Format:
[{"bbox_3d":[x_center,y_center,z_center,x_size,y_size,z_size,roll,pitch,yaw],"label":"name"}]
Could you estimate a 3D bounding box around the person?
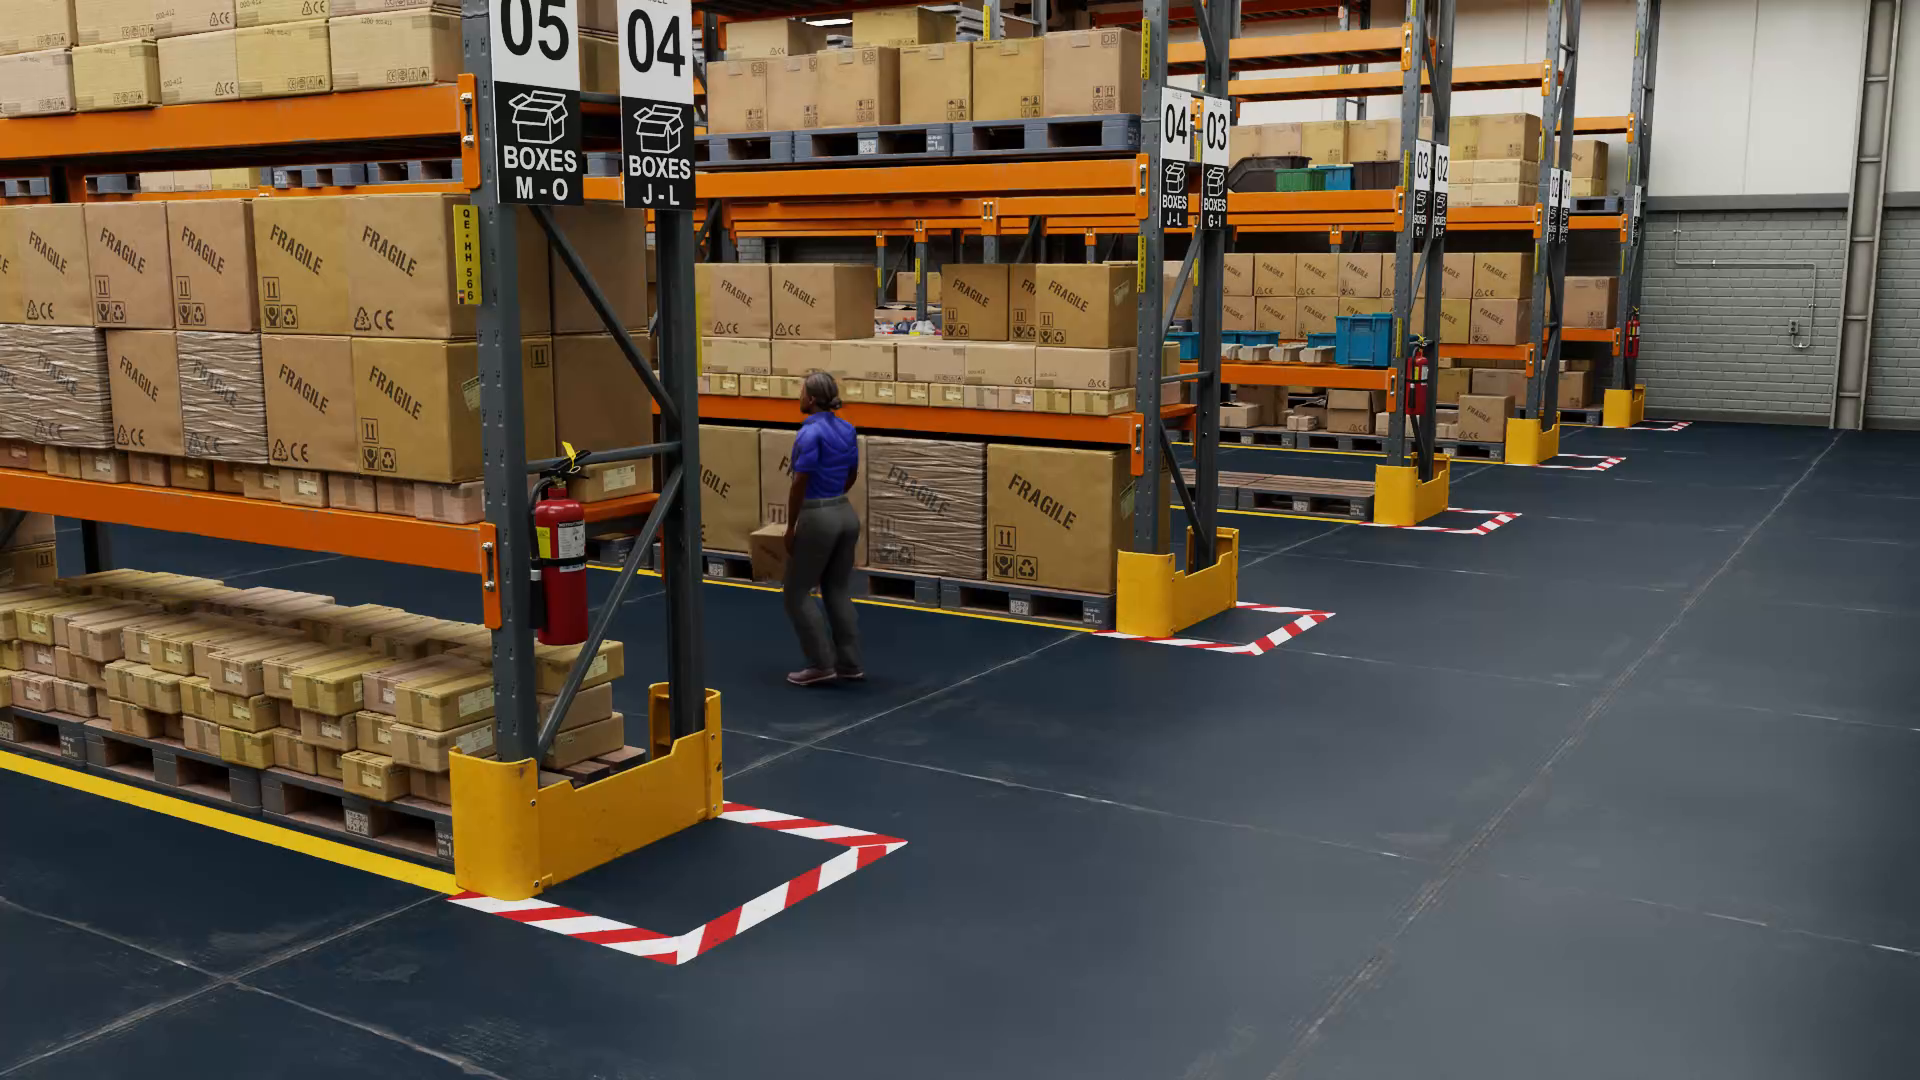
[{"bbox_3d":[-0.764,-0.061,8.791,0.420,1.651,0.543,6,11,32],"label":"person"}]
